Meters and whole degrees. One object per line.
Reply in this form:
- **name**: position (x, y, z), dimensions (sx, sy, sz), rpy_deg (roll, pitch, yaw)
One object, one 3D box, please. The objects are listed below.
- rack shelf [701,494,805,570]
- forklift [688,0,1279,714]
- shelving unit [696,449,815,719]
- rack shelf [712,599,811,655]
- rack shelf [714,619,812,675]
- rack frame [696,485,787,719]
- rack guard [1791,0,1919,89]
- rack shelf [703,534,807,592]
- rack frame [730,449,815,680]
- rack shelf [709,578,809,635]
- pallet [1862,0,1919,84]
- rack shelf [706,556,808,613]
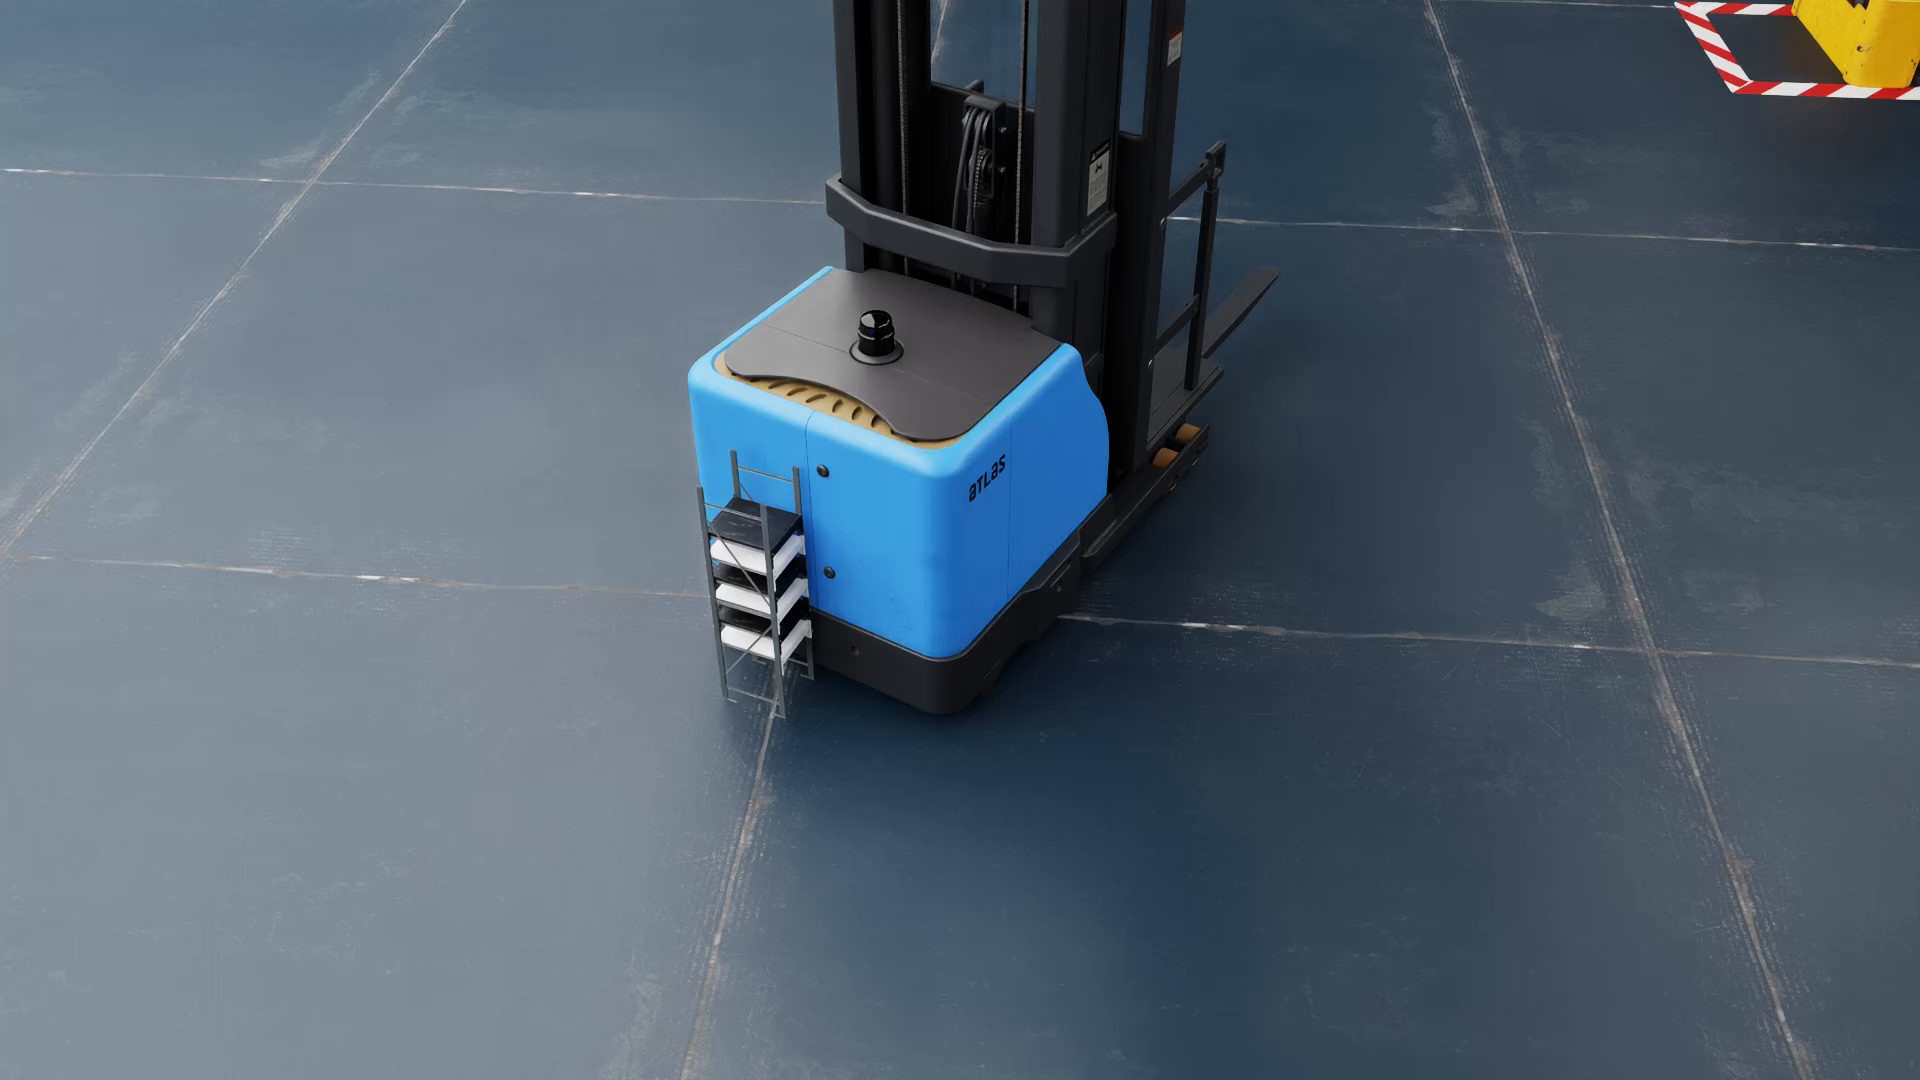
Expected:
- **rack shelf**: position (-0.646, -0.028, 5.196), dimensions (0.258, 0.077, 0.200), rpy_deg (15, 42, 18)
- **forklift**: position (0.331, -1.471, 5.735), dimensions (1.130, 2.935, 3.031), rpy_deg (22, 44, 24)
- **shelving unit**: position (-0.646, 0.156, 5.346), dimensions (0.258, 0.900, 0.210), rpy_deg (15, 42, 18)
- **rack shelf**: position (-0.646, 0.251, 5.424), dimensions (0.258, 0.077, 0.200), rpy_deg (15, 42, 18)
- **rack shelf**: position (-0.646, 0.321, 5.480), dimensions (0.258, 0.077, 0.200), rpy_deg (15, 42, 18)
- **rack frame**: position (-0.687, 0.215, 5.274), dimensions (0.240, 0.900, 0.006), rpy_deg (15, 42, 18)
- **rack guard**: position (5.252, -3.113, 9.679), dimensions (0.348, 0.500, 1.175), rpy_deg (3, 39, 4)
- **rack shelf**: position (-0.646, 0.042, 5.253), dimensions (0.258, 0.077, 0.200), rpy_deg (15, 42, 18)
- **rack frame**: position (-0.605, 0.097, 5.418), dimensions (0.240, 0.900, 0.006), rpy_deg (15, 42, 18)
- **rack shelf**: position (-0.646, 0.182, 5.367), dimensions (0.258, 0.077, 0.200), rpy_deg (15, 42, 18)
- **pallet**: position (6.060, -2.953, 9.711), dimensions (1.213, 0.211, 1.003), rpy_deg (3, 39, 4)
- **rack shelf**: position (-0.646, 0.112, 5.310), dimensions (0.258, 0.077, 0.200), rpy_deg (15, 42, 18)
